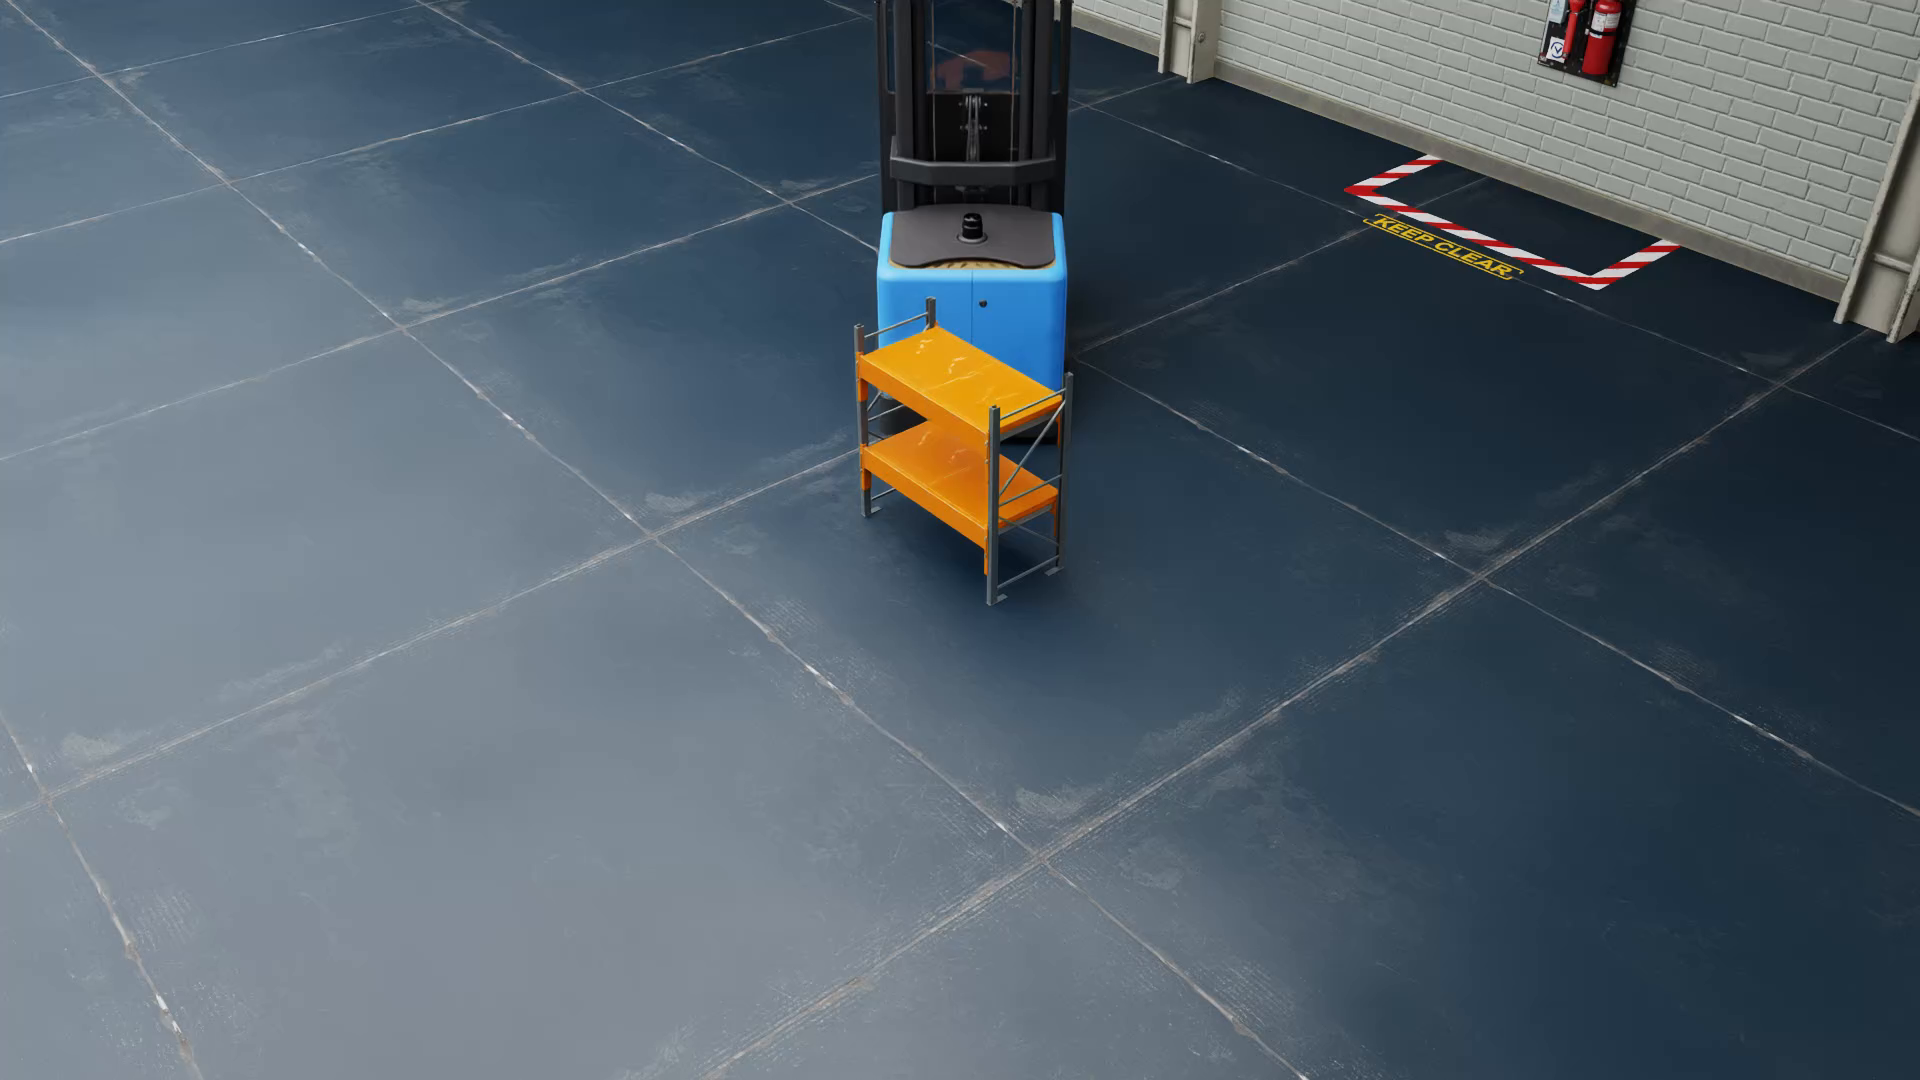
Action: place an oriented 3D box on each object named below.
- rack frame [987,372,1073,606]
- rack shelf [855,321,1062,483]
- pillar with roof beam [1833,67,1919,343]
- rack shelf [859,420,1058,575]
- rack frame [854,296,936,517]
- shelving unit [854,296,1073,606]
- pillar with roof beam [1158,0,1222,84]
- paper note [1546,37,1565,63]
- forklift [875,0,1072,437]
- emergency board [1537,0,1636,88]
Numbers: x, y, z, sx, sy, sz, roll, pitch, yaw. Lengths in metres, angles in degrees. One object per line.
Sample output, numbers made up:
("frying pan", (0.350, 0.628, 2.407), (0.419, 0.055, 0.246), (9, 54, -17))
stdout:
("rack frame", (0.332, -0.232, 8.005), (0.500, 1.125, 0.032), (-26, 43, -32))
("rack shelf", (0.004, -0.695, 8.153), (0.538, 0.278, 1.000), (-26, 43, -32))
("pillar with roof beam", (2.536, -3.437, 5.718), (9.100, 9.000, 0.400), (-26, 43, -32))
("rack shelf", (0.004, -0.257, 8.463), (0.538, 0.278, 1.000), (-26, 43, -32))
("rack frame", (-0.324, -0.680, 8.639), (0.500, 1.125, 0.032), (-26, 43, -32))
("shelving unit", (0.004, -0.456, 8.322), (0.538, 1.125, 1.048), (-26, 43, -32))
("pillar with roof beam", (-1.336, -6.086, 9.458), (9.100, 9.000, 0.400), (-26, 43, -32))
("paper note", (4.197, -3.444, 11.681), (0.016, 0.148, 0.142), (-26, 43, -32))
("forklift", (0.078, -2.591, 9.773), (1.130, 2.935, 3.031), (0, 35, 0))
("emergency board", (4.259, -3.699, 11.279), (0.194, 1.169, 0.643), (-26, 43, -32))
